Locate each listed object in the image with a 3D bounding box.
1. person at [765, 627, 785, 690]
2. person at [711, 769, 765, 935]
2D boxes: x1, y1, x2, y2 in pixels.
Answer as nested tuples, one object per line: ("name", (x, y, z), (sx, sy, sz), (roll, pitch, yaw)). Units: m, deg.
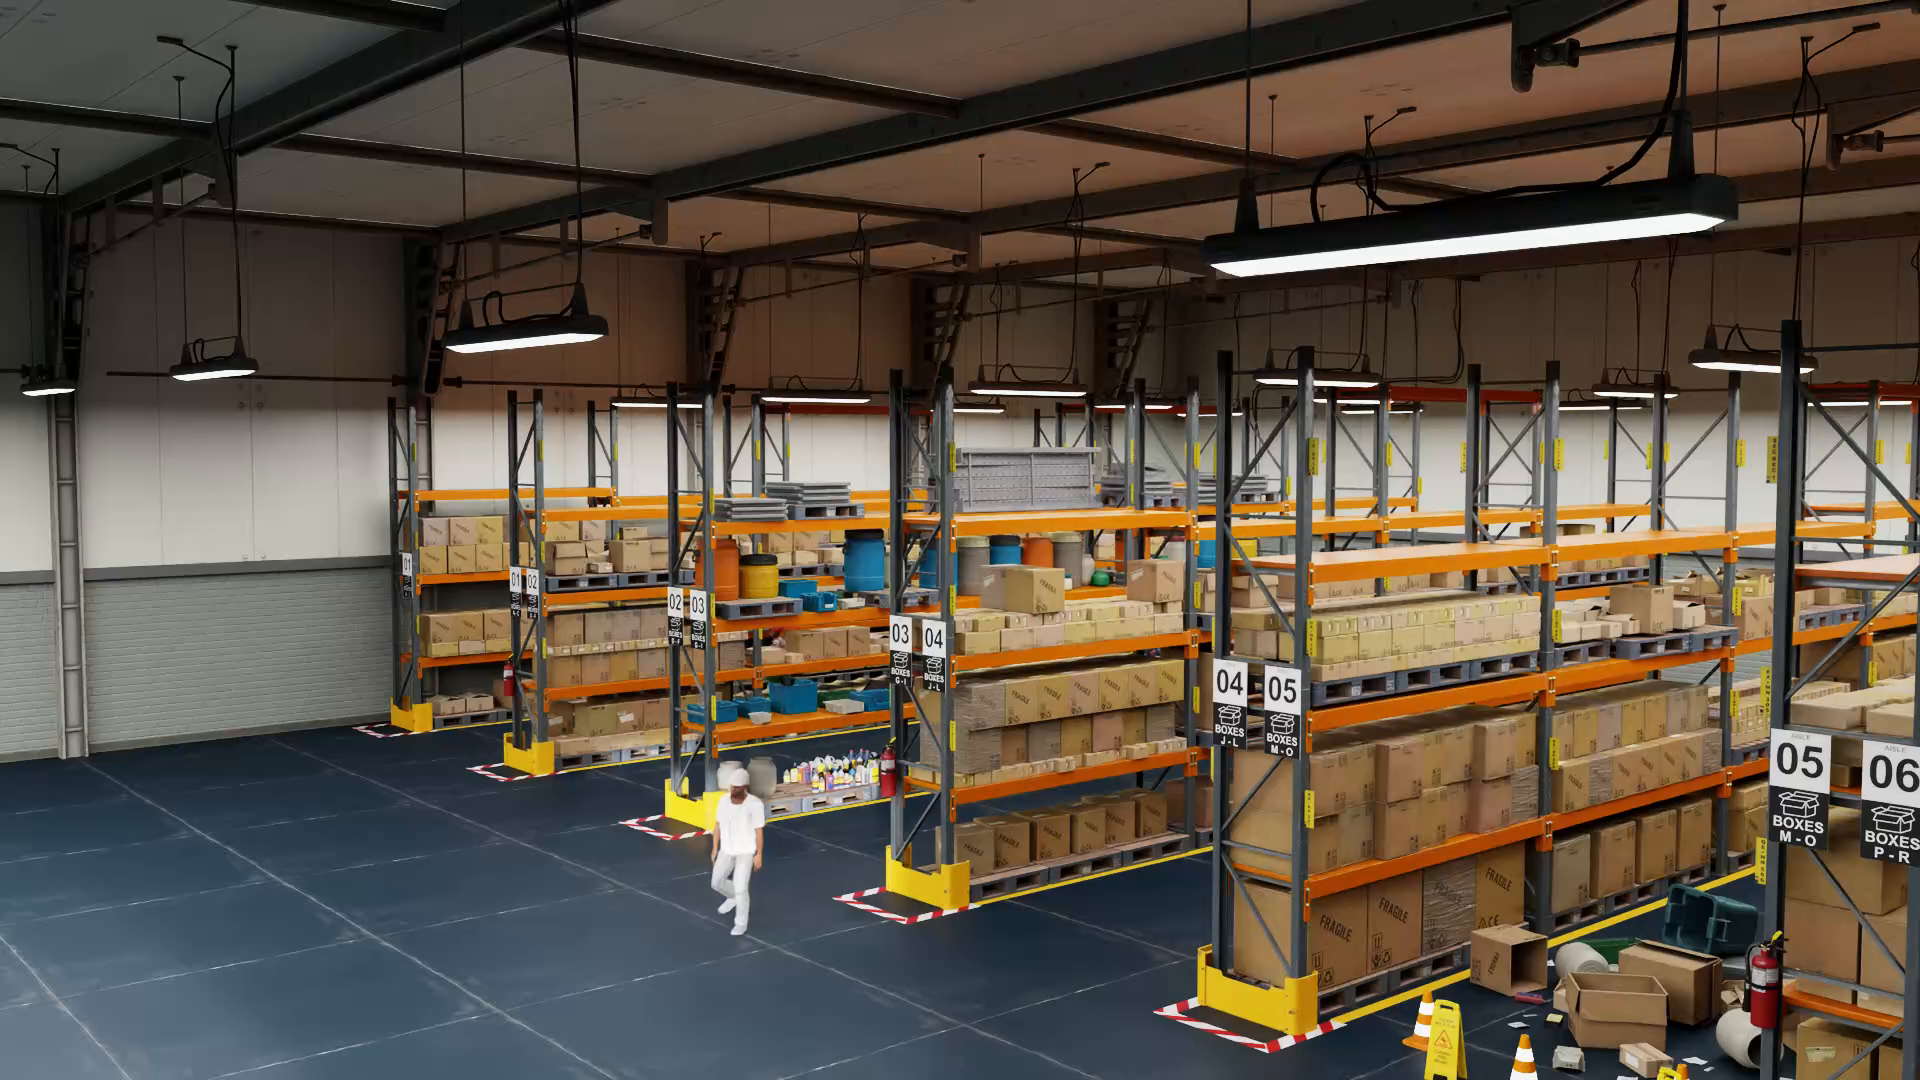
("person", (-3.435, 2.450, 31.496), (0.551, 1.761, 0.664), (0, 3, 0))
("person", (-2.354, 3.255, 17.598), (0.736, 1.743, 0.614), (2, 4, 27))
